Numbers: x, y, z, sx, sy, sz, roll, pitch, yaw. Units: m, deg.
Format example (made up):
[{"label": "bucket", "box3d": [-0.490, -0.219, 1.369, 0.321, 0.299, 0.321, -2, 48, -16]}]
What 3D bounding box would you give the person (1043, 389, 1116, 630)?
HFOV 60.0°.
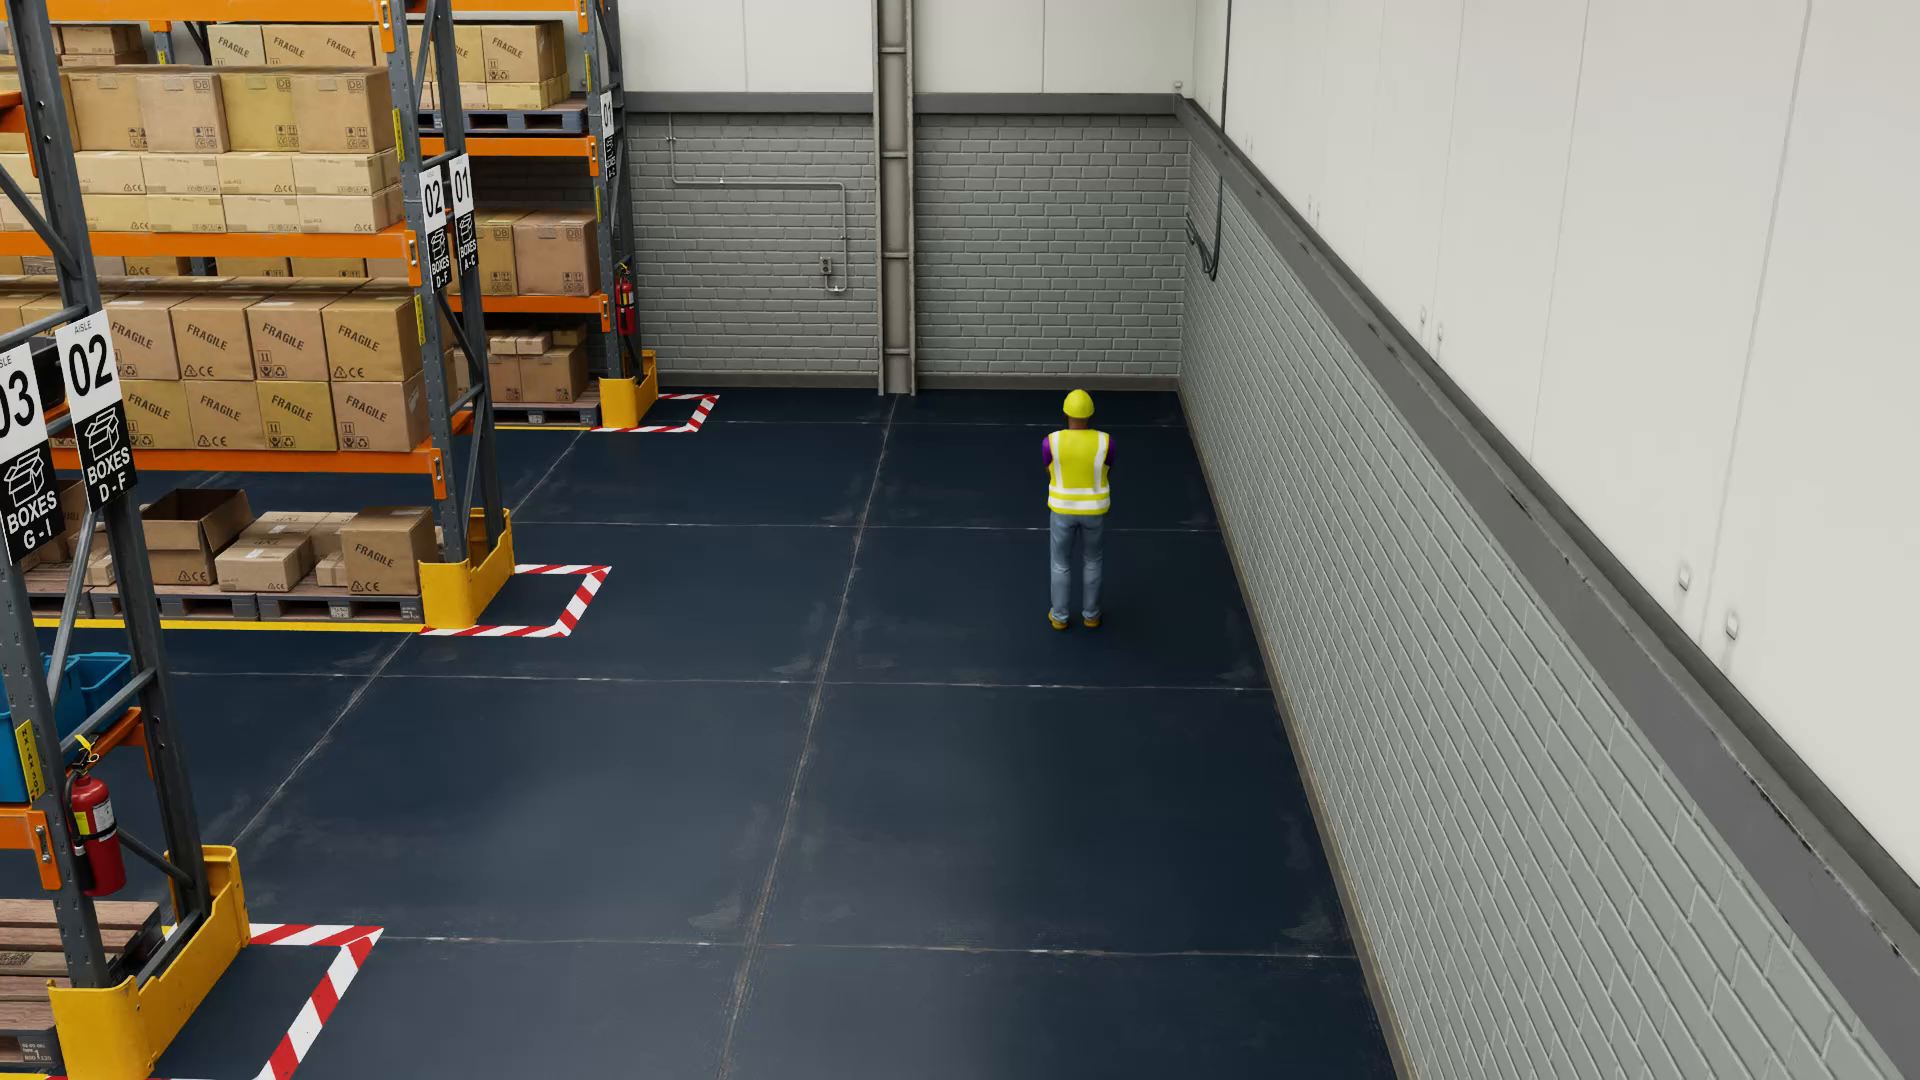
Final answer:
[{"label": "person", "box3d": [0.822, -0.247, 11.710, 0.502, 1.761, 0.577, 1, 21, 2]}]
